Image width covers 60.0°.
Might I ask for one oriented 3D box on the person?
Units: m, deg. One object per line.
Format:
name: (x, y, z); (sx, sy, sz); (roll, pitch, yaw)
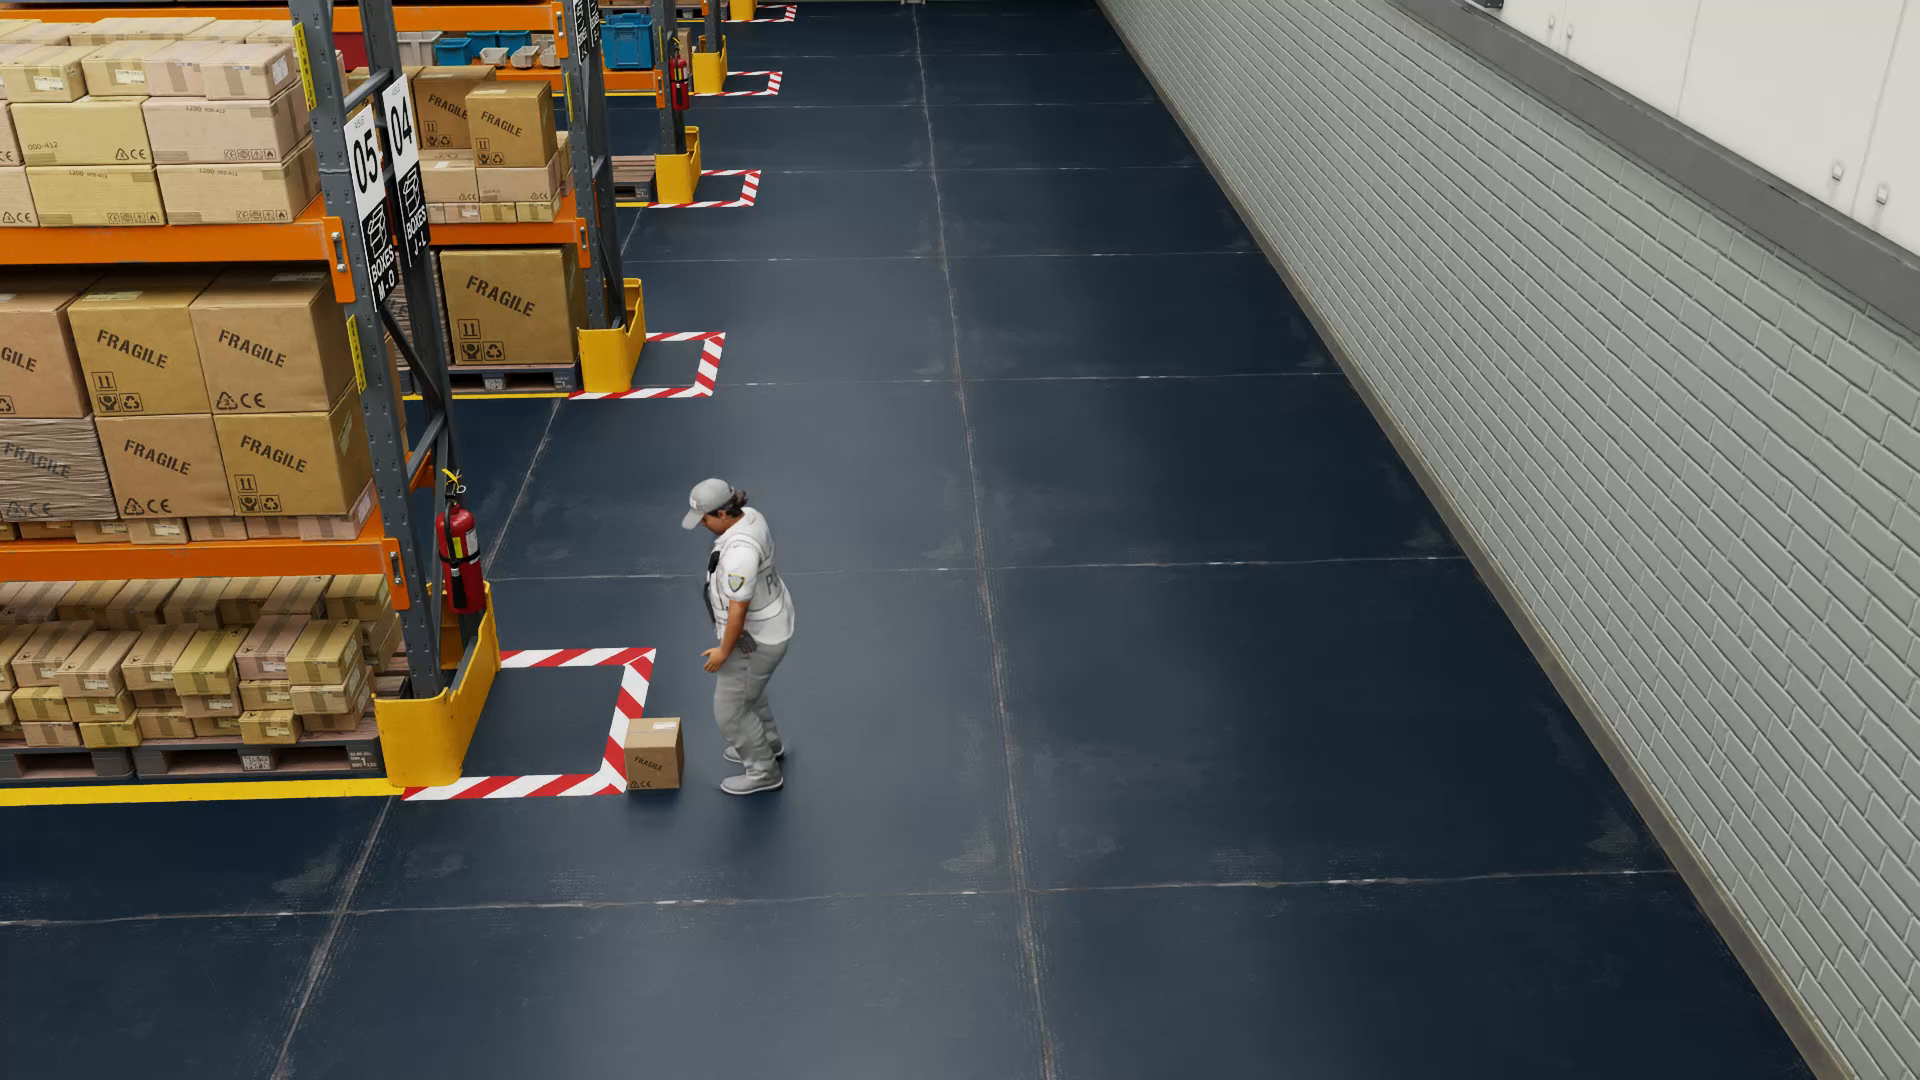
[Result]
person: (-1.019, 0.450, 7.828); (0.479, 1.621, 0.496); (-1, 28, -1)
